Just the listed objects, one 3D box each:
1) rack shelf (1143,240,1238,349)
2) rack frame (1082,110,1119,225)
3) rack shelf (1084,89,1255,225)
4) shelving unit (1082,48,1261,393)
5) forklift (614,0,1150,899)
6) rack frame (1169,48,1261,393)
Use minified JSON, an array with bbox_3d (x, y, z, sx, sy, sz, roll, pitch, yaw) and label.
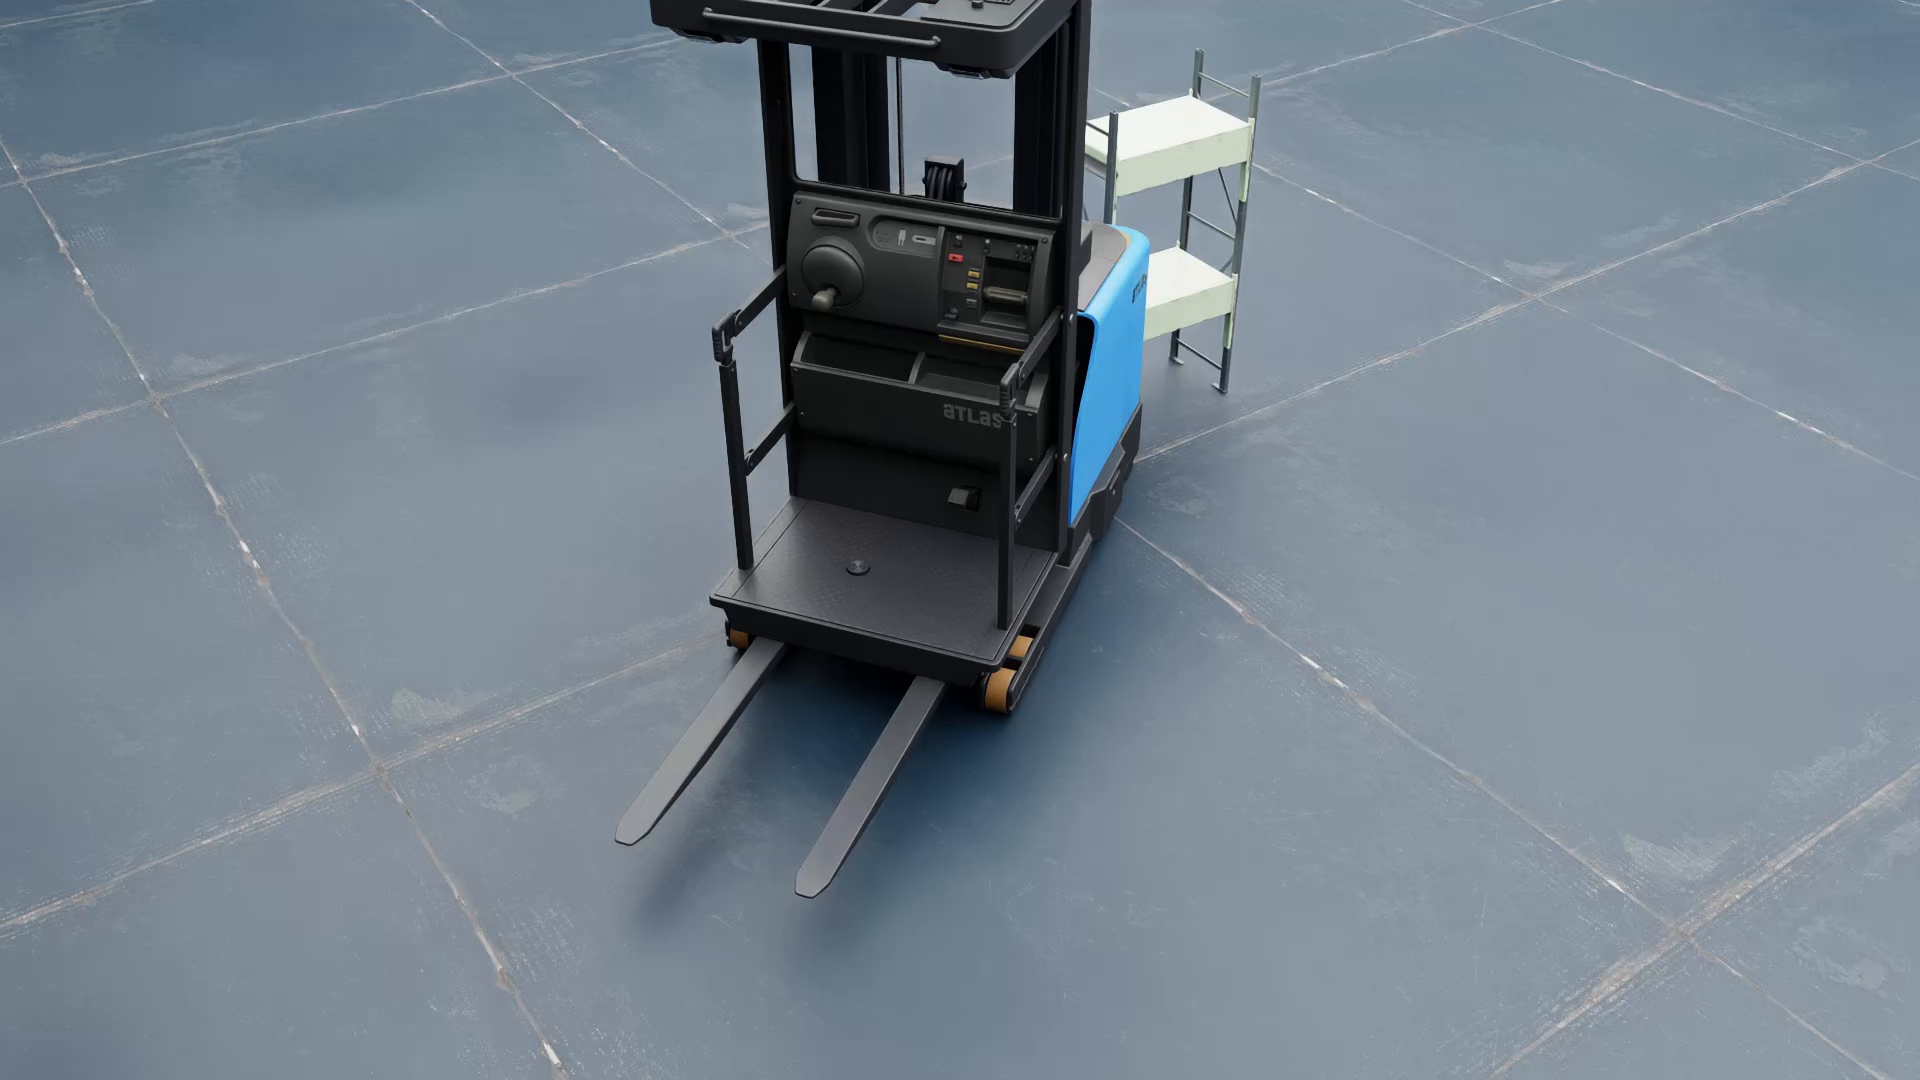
[{"bbox_3d":[0.813,-1.008,7.425,0.720,0.370,0.431,-21,41,-26],"label":"rack shelf"},{"bbox_3d":[0.506,-1.157,7.074,0.023,1.500,0.400,-21,41,-26],"label":"rack frame"},{"bbox_3d":[0.813,-1.590,7.007,0.720,0.370,0.431,-21,41,-26],"label":"rack shelf"},{"bbox_3d":[0.813,-1.273,7.235,0.755,1.500,0.431,-21,41,-26],"label":"shelving unit"},{"bbox_3d":[-0.218,-0.849,5.421,1.130,2.935,3.031,12,38,16],"label":"forklift"},{"bbox_3d":[1.121,-1.389,7.396,0.023,1.500,0.400,-21,41,-26],"label":"rack frame"}]
